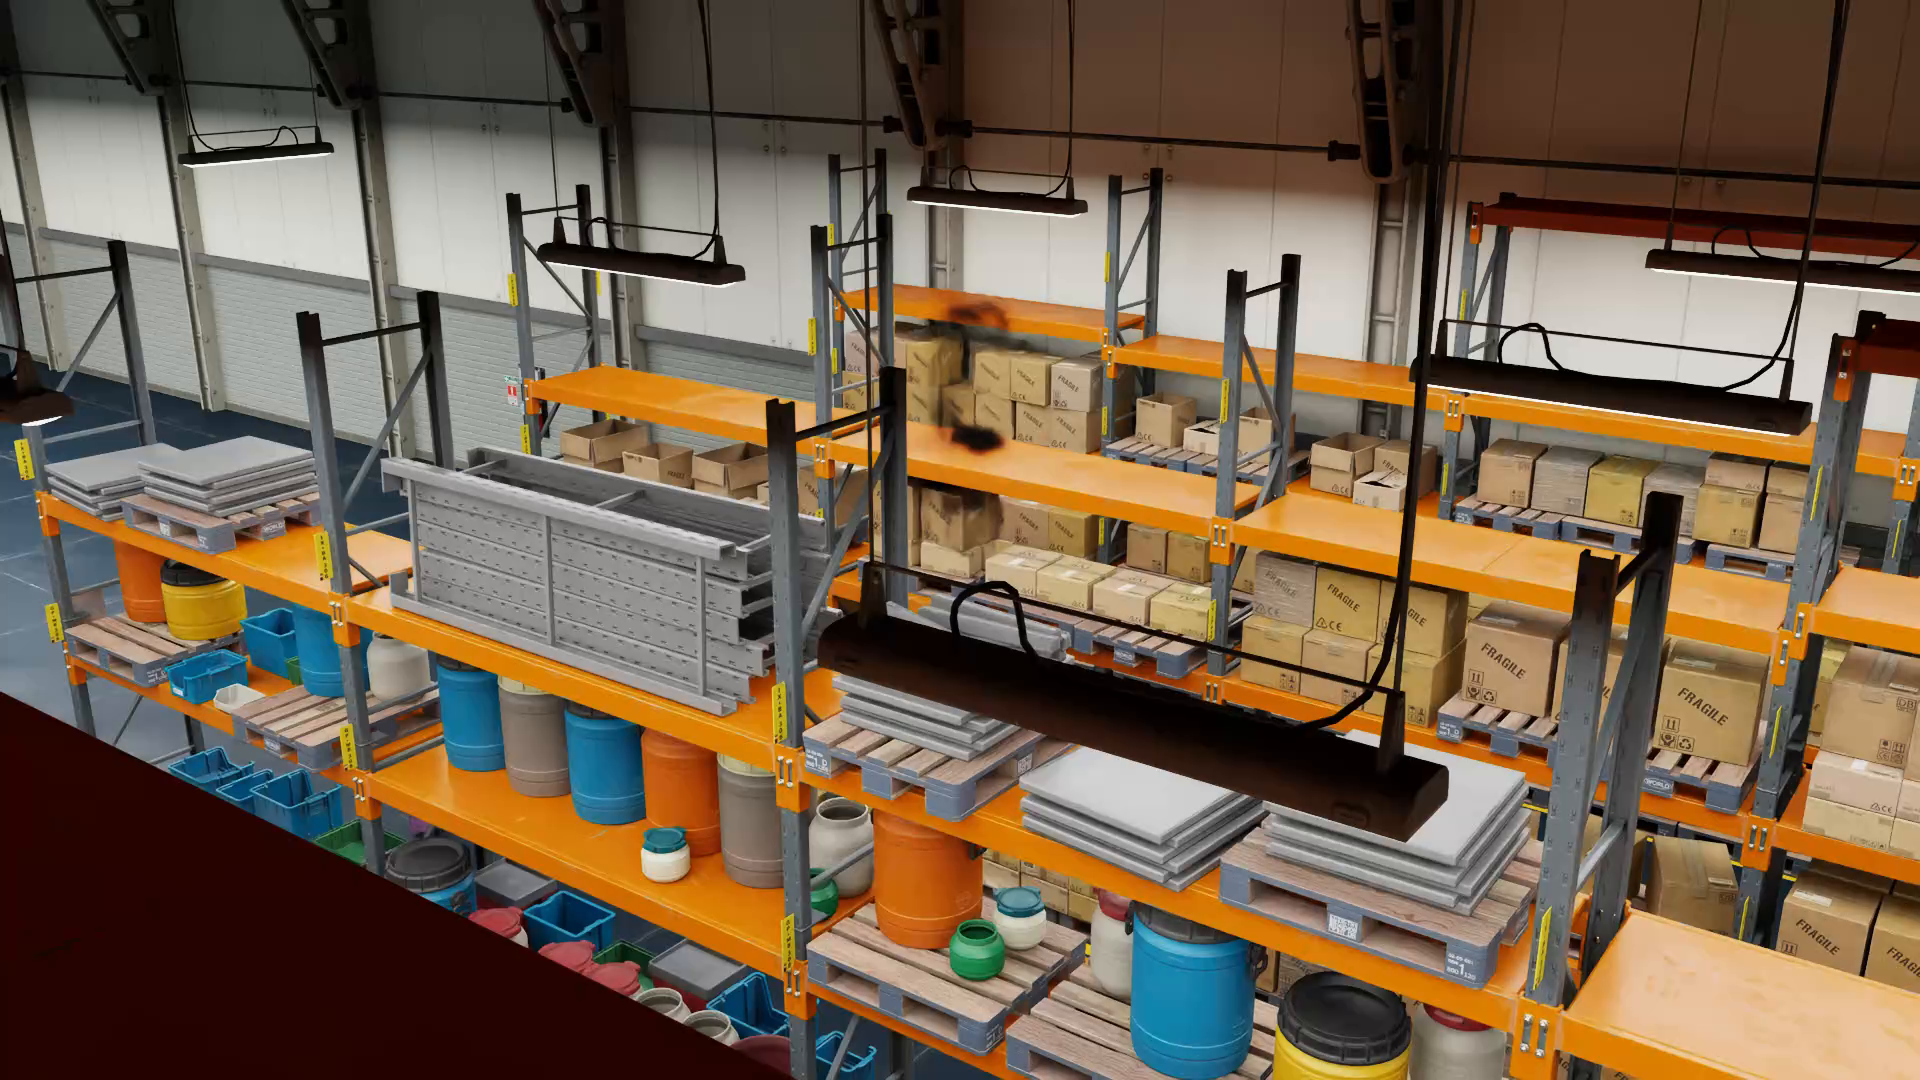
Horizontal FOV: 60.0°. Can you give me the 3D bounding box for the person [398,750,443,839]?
[{"bbox_3d":[-4.717,2.608,14.915,1.001,1.555,0.538,11,22,31],"label":"person"}]
